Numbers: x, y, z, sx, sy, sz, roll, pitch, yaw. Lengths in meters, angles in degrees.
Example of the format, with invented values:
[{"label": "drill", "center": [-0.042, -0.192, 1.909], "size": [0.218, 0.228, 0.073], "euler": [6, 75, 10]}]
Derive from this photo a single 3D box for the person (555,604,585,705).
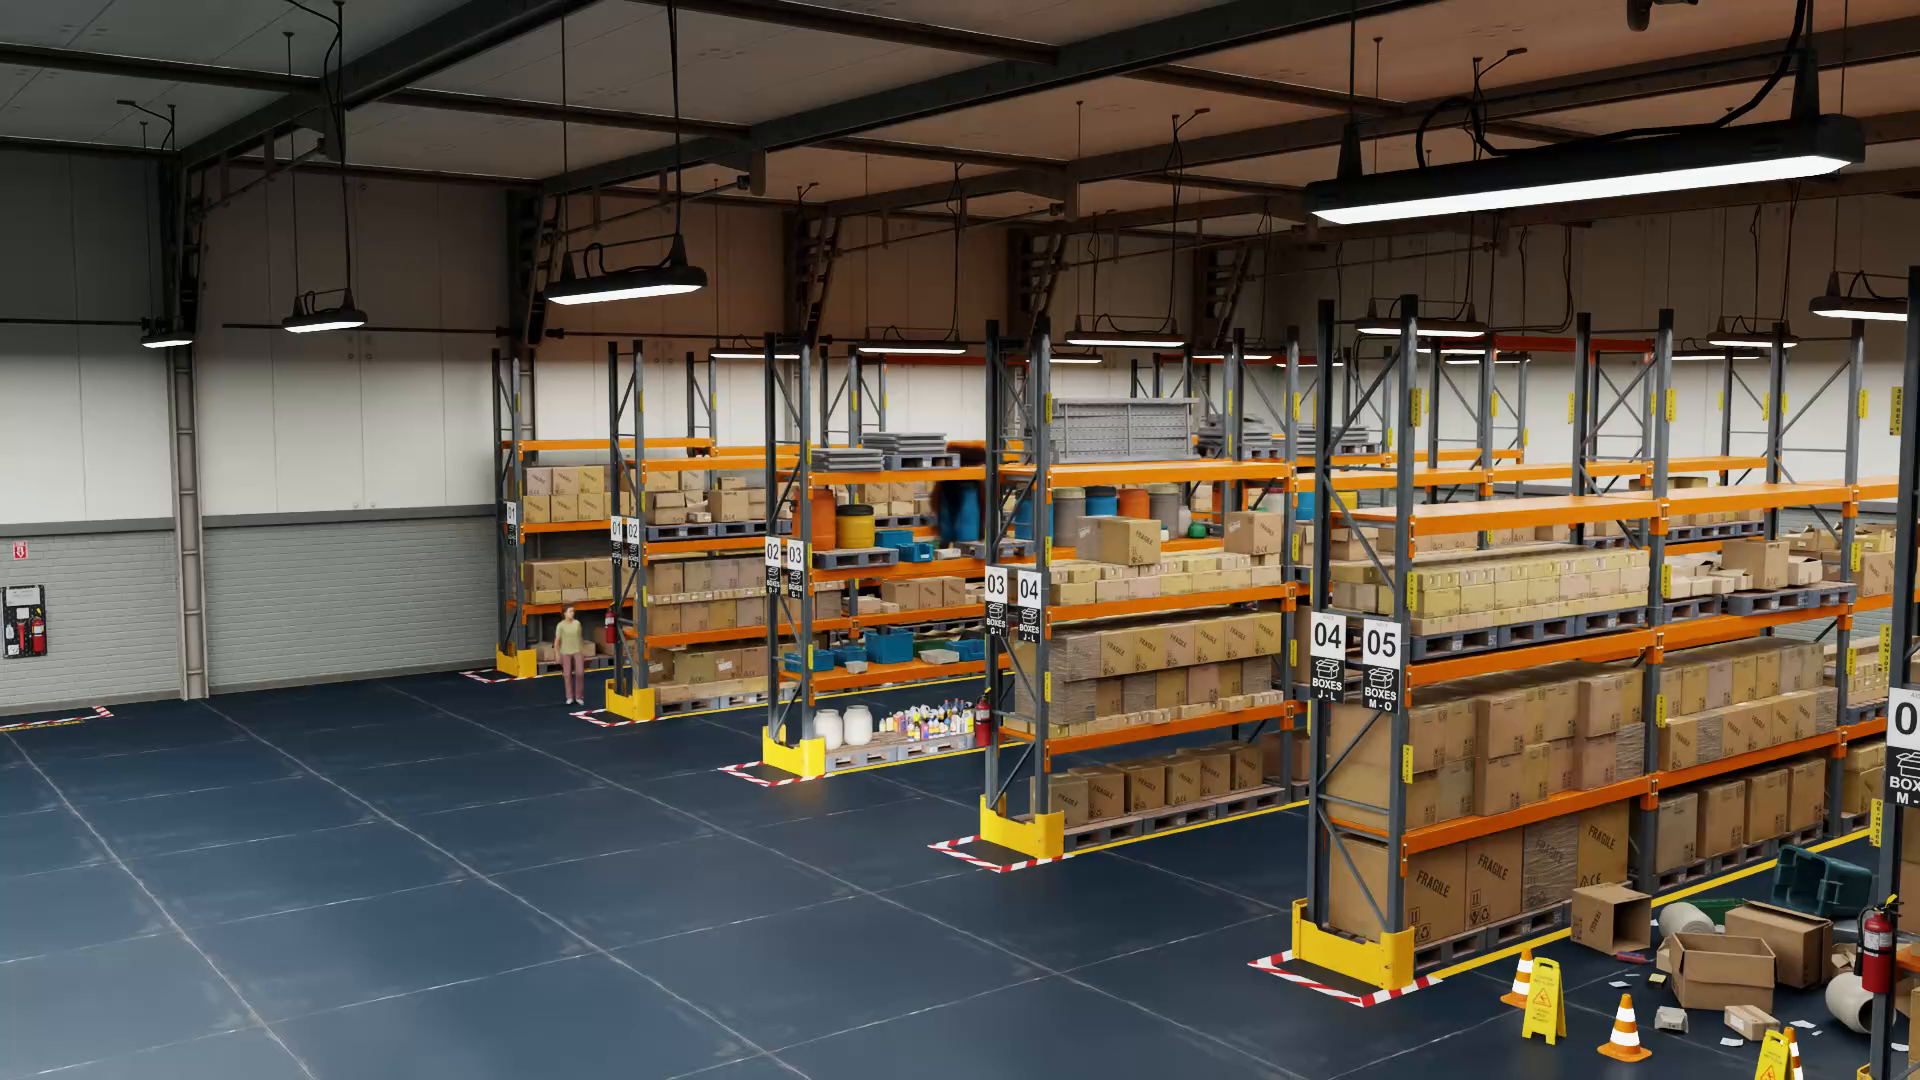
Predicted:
[{"label": "person", "center": [-6.510, 1.925, 27.750], "size": [0.485, 1.711, 0.404], "euler": [-1, 5, -12]}]
